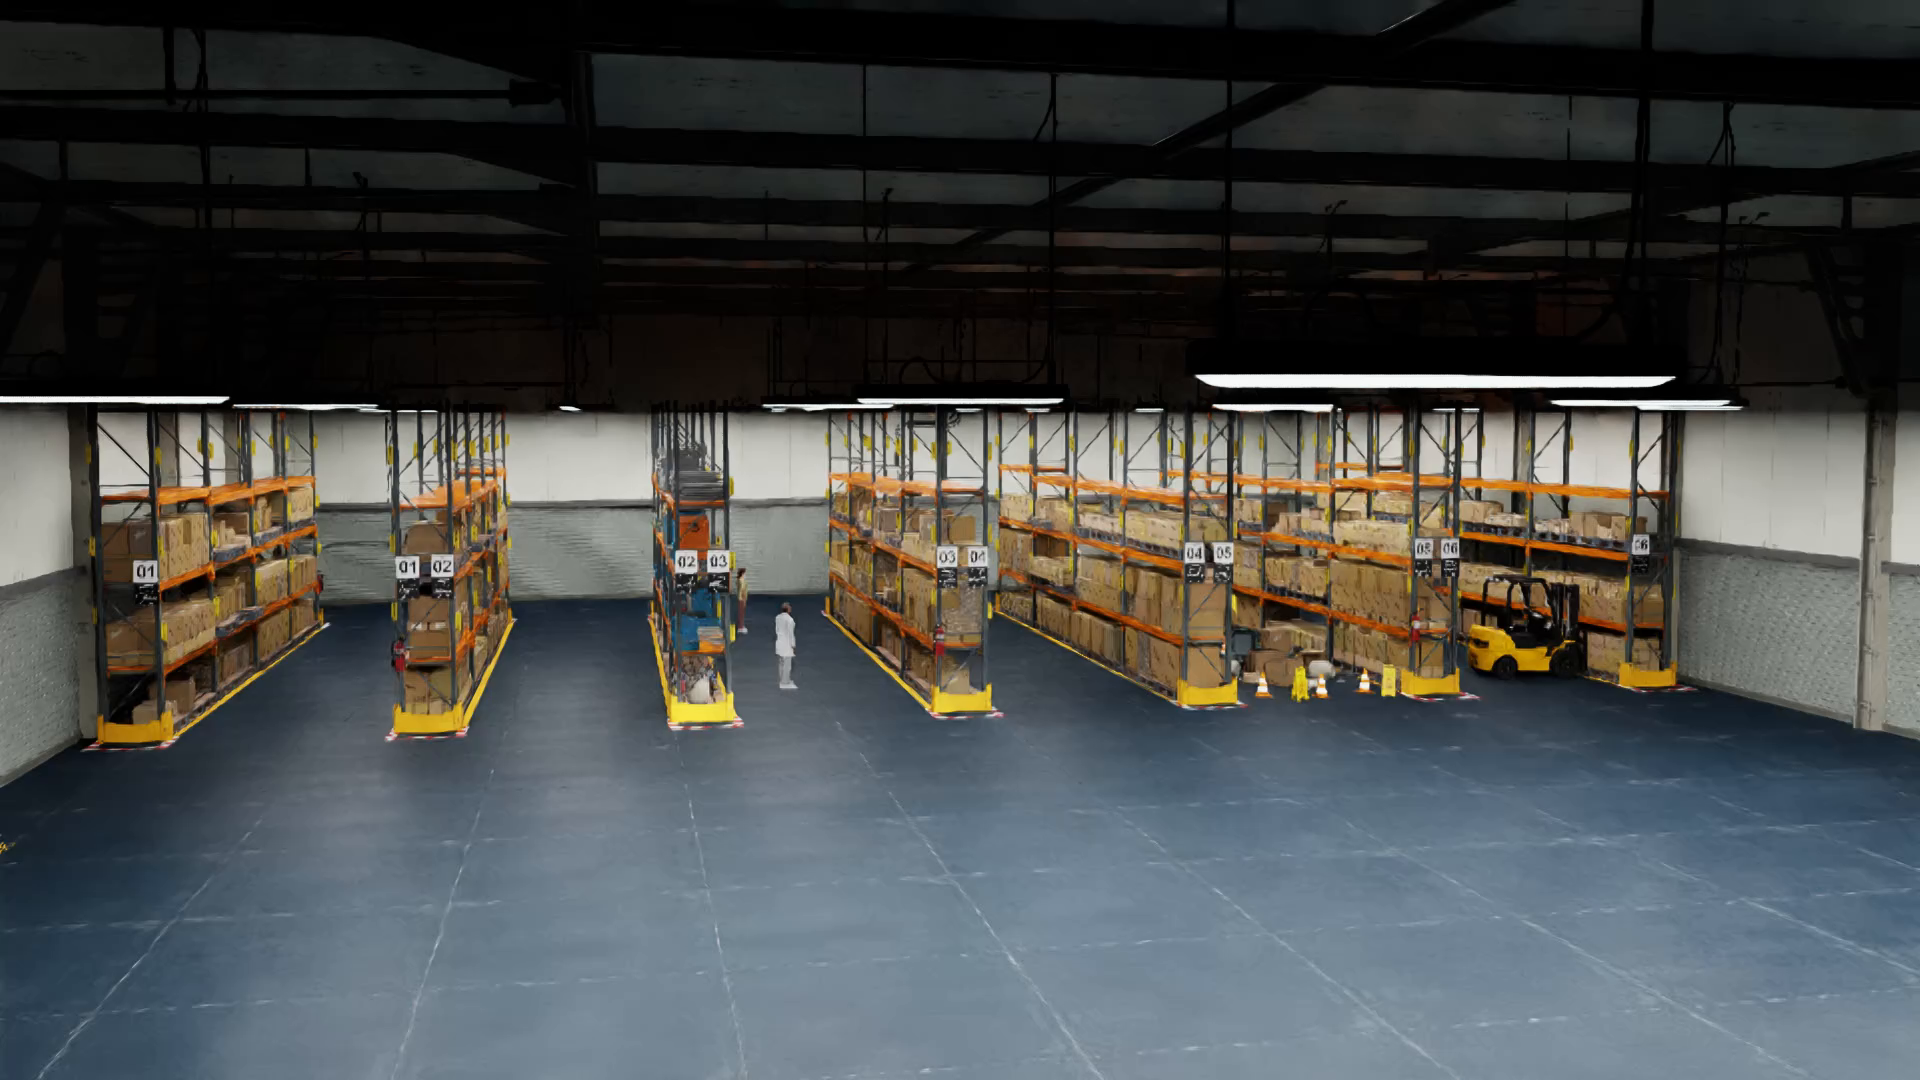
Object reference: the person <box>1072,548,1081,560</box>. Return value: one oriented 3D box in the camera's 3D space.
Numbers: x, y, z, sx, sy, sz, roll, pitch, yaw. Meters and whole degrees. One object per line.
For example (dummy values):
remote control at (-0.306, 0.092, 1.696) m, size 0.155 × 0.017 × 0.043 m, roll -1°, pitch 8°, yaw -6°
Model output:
person at (3.455, 1.129, 49.086) m, size 0.395 × 1.771 × 0.636 m, roll 0°, pitch 4°, yaw -6°

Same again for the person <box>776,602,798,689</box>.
person at (-3.599, 2.191, 34.799) m, size 0.519 × 1.790 × 0.643 m, roll -3°, pitch 5°, yaw -38°

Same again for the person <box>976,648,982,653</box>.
person at (0.274, 1.854, 40.001) m, size 0.577 × 1.691 × 1.121 m, roll -1°, pitch 4°, yaw -9°

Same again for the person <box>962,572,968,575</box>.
person at (0.231, 1.403, 47.212) m, size 0.566 × 1.541 × 0.519 m, roll -1°, pitch 4°, yaw -14°

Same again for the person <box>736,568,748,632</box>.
person at (-5.726, 1.570, 43.795) m, size 0.384 × 1.670 × 0.559 m, roll -2°, pitch 5°, yaw -25°
